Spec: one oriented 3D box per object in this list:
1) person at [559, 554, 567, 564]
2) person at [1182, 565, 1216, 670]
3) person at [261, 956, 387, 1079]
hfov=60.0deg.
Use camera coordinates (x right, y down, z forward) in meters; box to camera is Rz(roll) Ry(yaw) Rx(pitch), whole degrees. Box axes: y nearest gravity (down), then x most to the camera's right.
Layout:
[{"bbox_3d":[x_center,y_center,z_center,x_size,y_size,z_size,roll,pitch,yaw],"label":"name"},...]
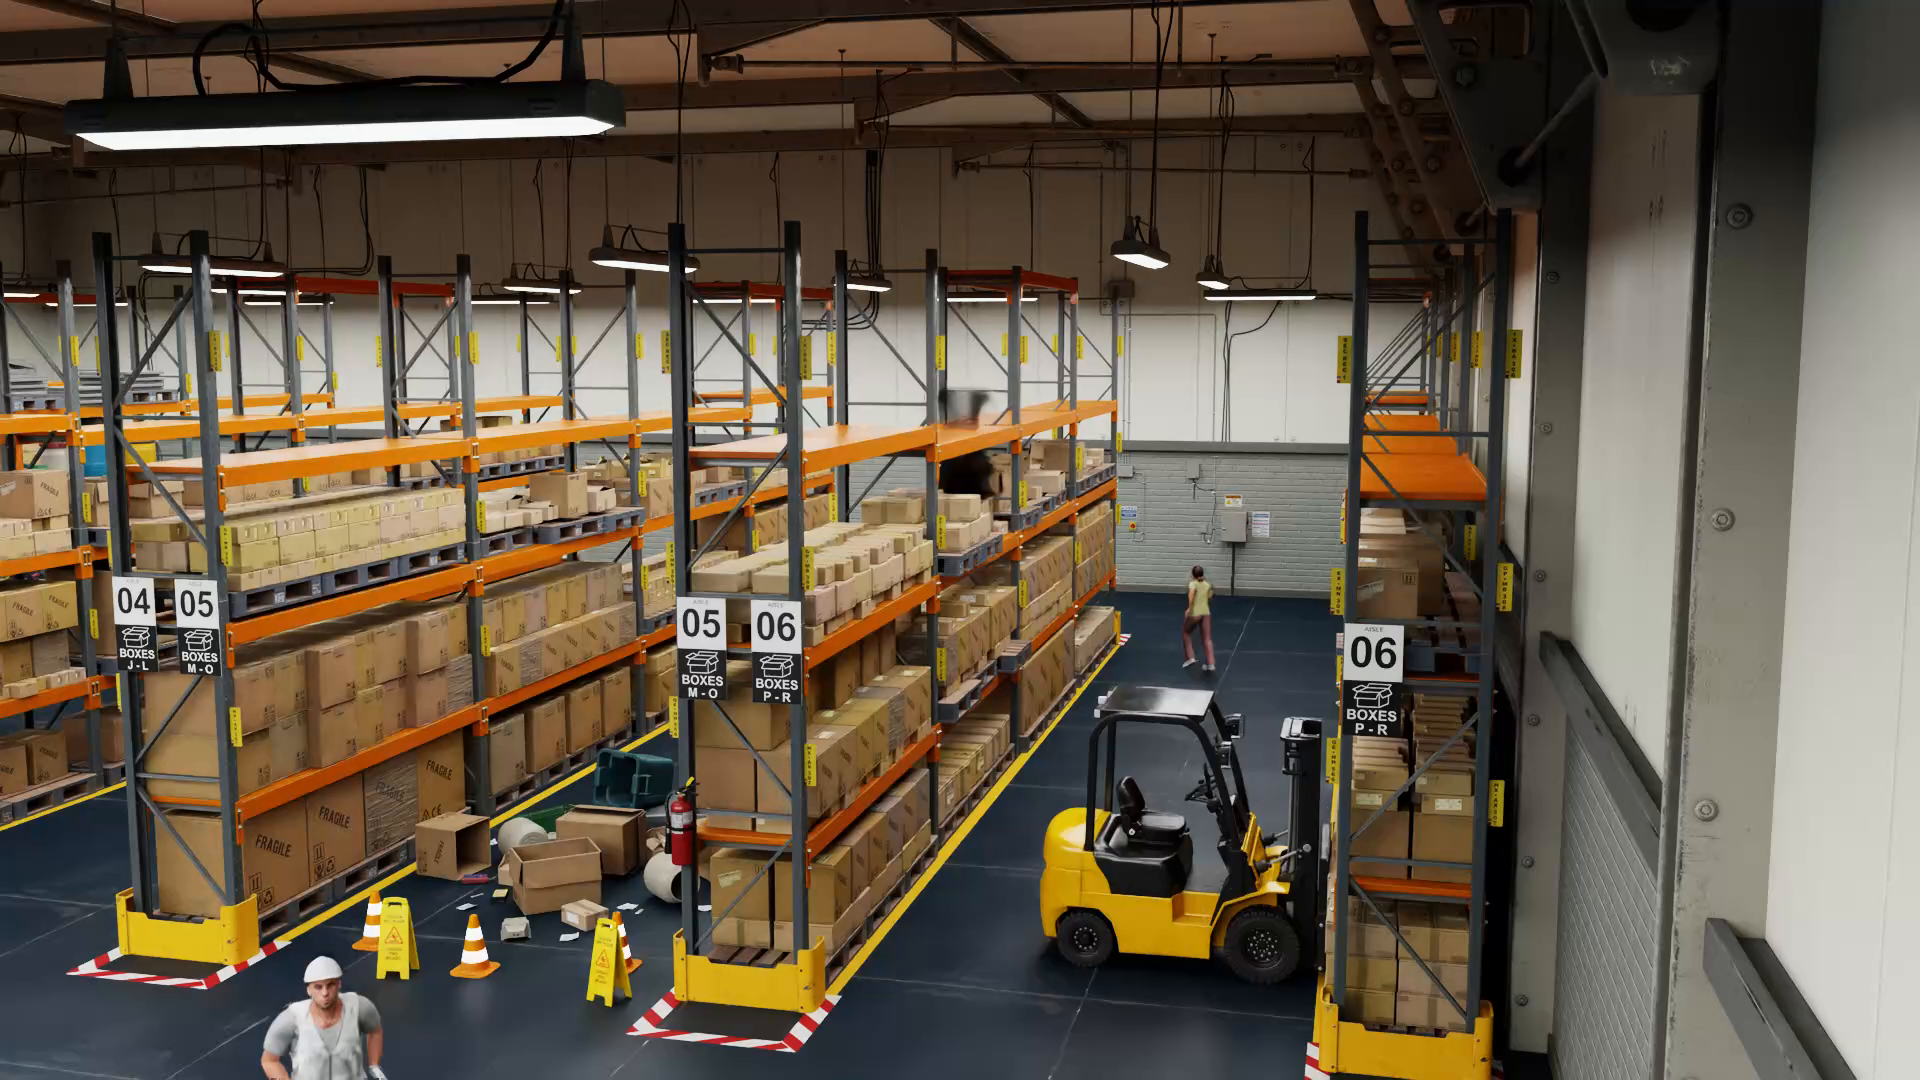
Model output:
[{"bbox_3d":[-6.286,1.056,26.631,0.708,1.744,0.625,1,7,9],"label":"person"},{"bbox_3d":[-3.772,0.742,21.226,17.392,3.700,5.585,-2,7,-15],"label":"person"},{"bbox_3d":[-3.639,3.159,9.522,0.660,1.736,0.774,-4,8,-27],"label":"person"}]
